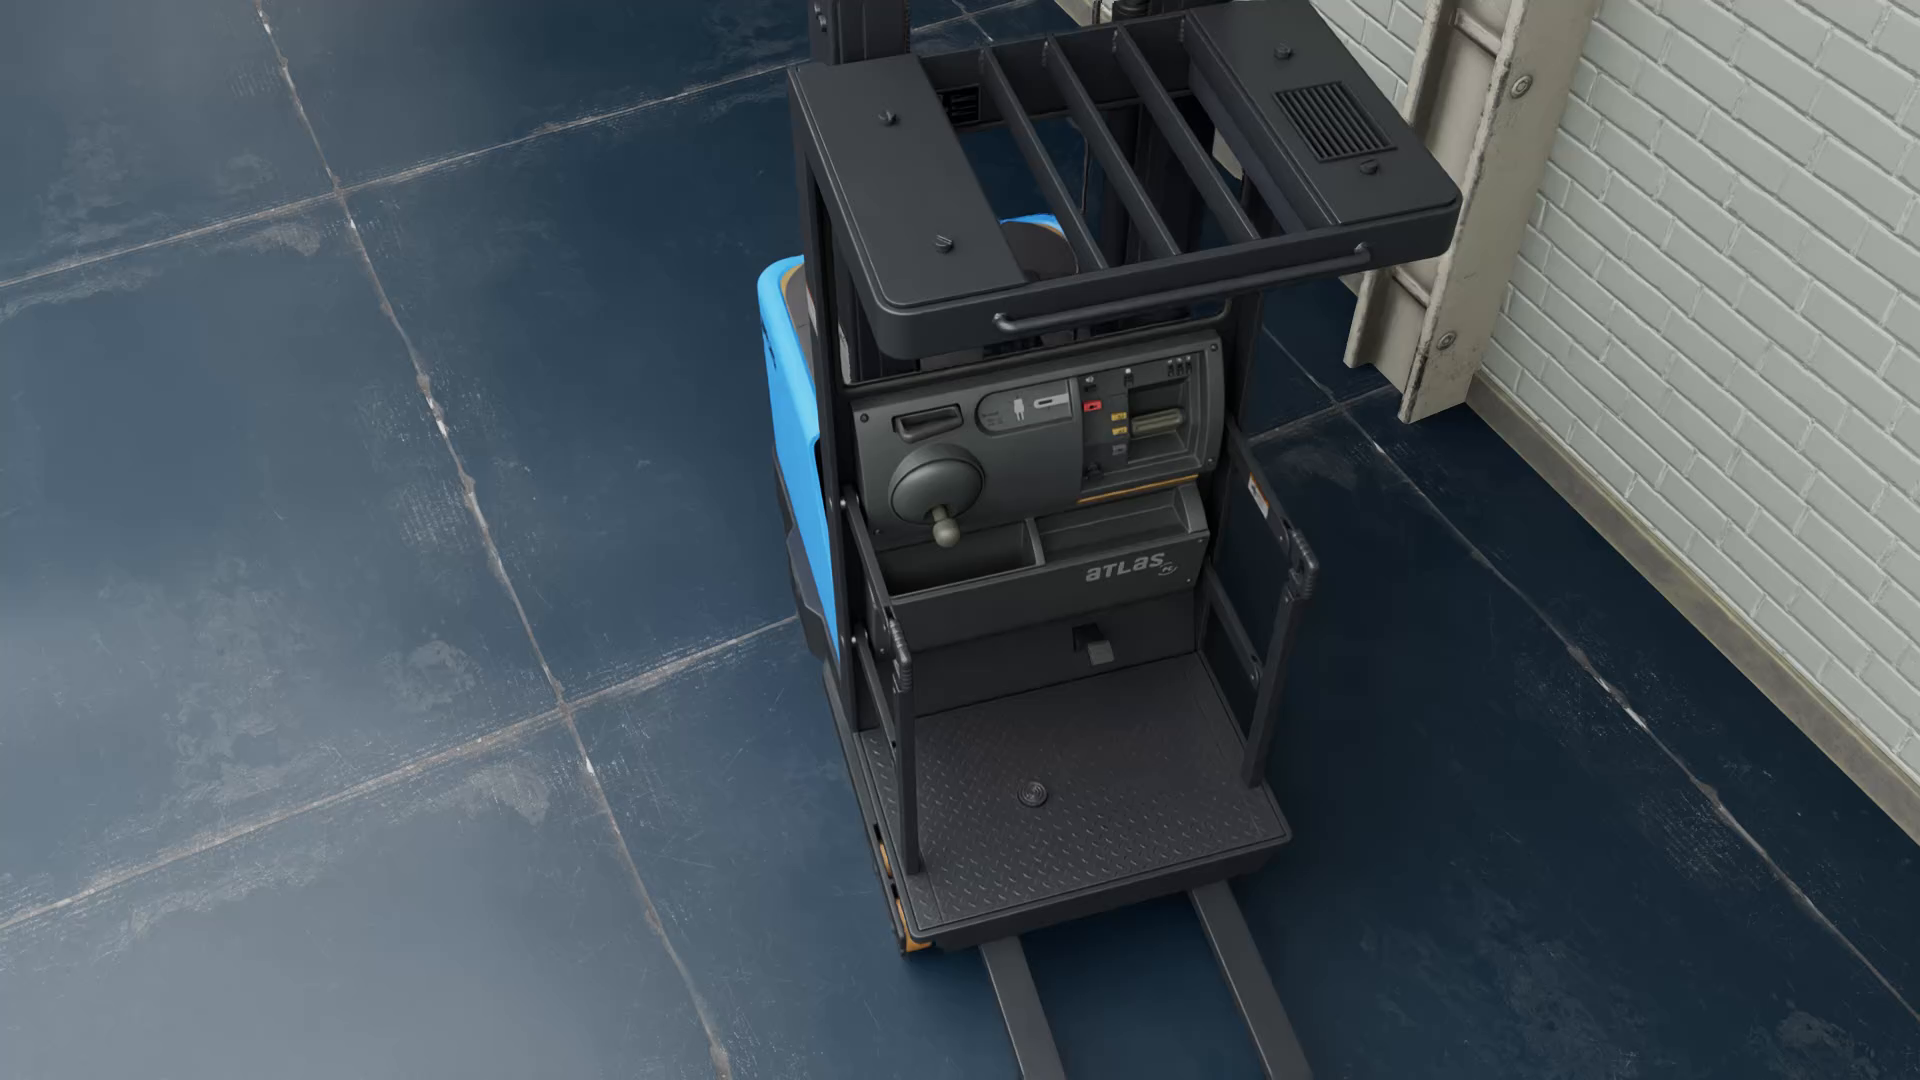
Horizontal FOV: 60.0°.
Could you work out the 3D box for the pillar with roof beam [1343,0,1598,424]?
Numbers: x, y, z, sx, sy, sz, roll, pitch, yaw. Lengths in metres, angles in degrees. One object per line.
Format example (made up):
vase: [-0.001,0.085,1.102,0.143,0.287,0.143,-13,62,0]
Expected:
pillar with roof beam: [-2.141,-2.089,1.599,9.100,9.000,0.400,-21,52,-18]

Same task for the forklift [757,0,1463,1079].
forklift: [0.266,-0.140,3.925,1.130,2.935,3.031,-12,50,-11]
